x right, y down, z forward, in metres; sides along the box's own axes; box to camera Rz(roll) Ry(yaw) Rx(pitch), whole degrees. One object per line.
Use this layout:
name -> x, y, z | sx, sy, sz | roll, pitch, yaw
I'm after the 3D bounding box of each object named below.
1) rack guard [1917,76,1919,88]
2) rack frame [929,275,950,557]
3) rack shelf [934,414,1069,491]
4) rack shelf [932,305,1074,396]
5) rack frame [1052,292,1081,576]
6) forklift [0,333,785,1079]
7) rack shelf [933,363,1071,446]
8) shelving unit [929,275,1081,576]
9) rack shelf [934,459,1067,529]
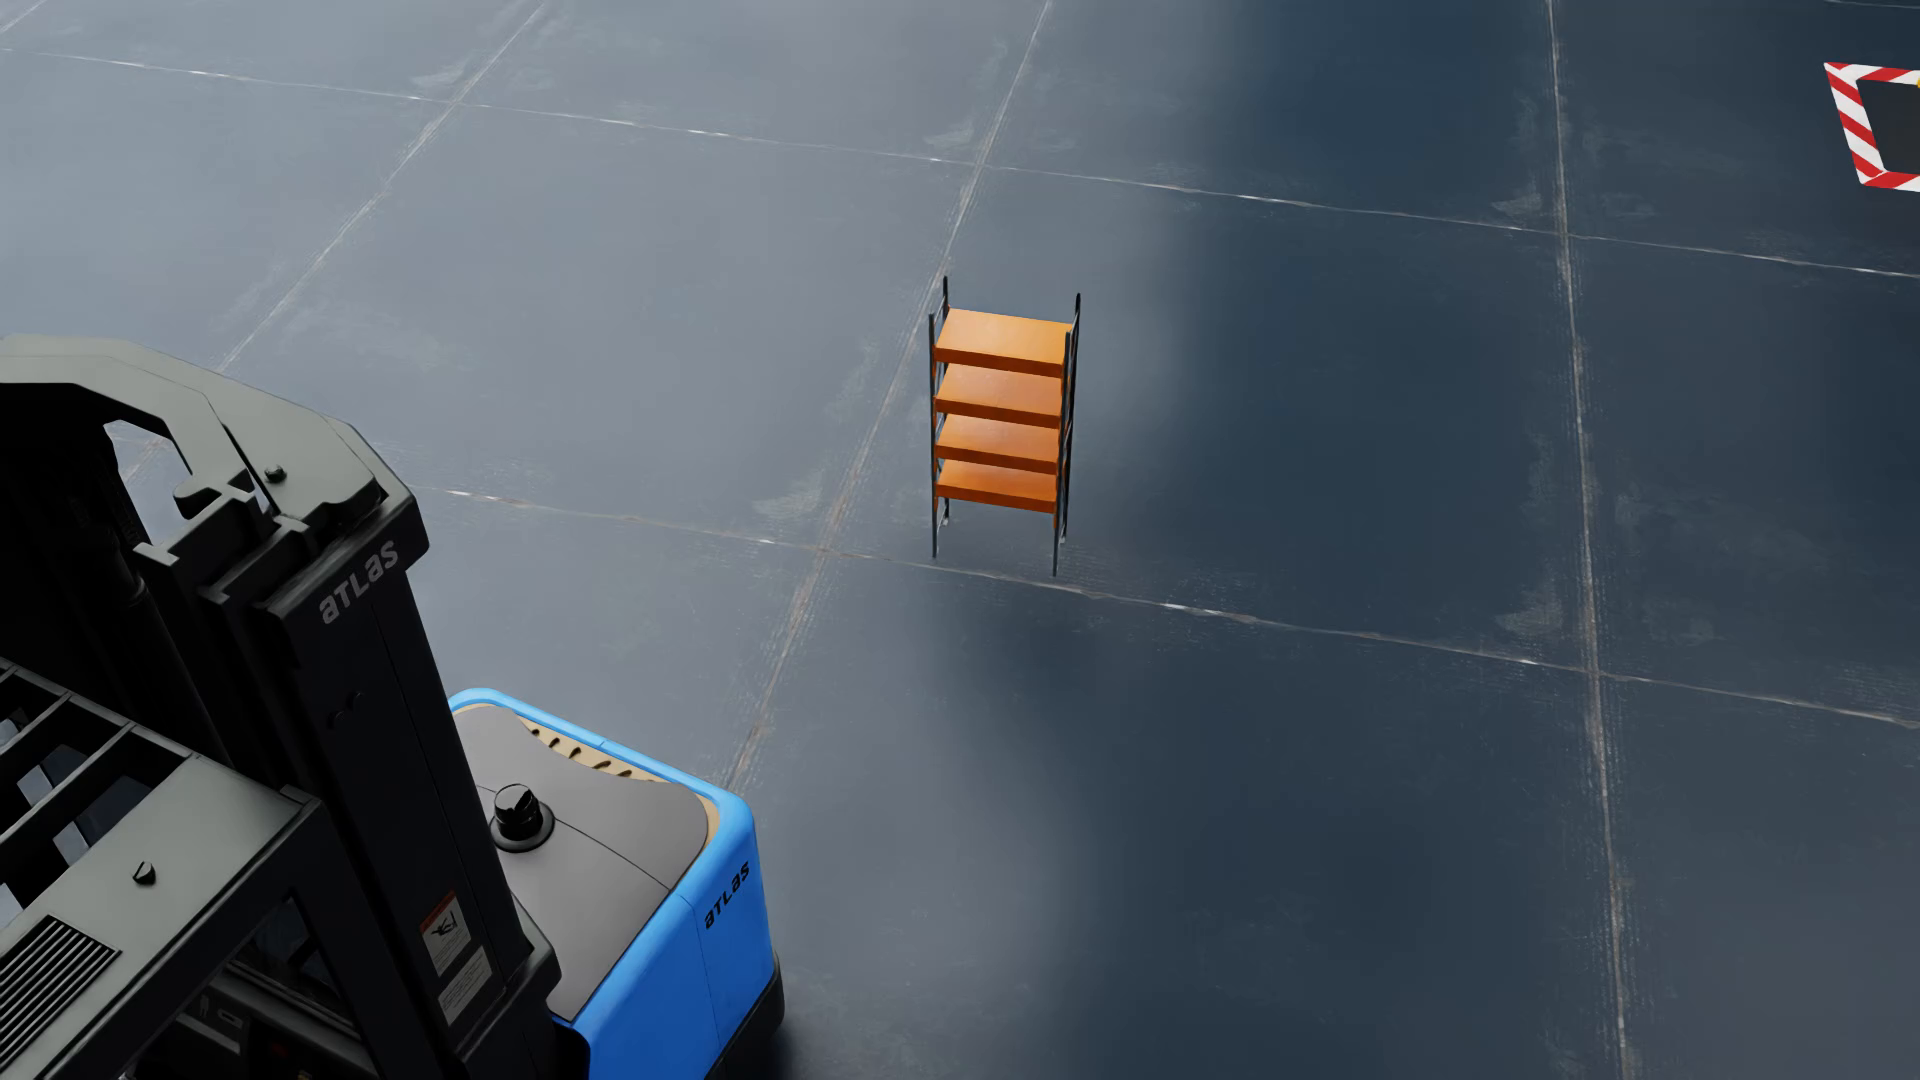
rack guard -> 5.492, -2.399, 8.881 | 0.348, 0.500, 1.175 | 9, 45, 9
rack frame -> -0.077, -0.444, 6.346 | 0.015, 1.200, 0.240 | 9, 45, 9
rack shelf -> 0.162, -0.359, 6.355 | 0.480, 0.148, 0.258 | 9, 45, 9
rack shelf -> 0.162, -0.690, 6.035 | 0.480, 0.148, 0.258 | 9, 45, 9
rack frame -> 0.400, -0.370, 6.269 | 0.015, 1.200, 0.240 | 9, 45, 9
forklift -> -1.664, 1.182, 3.409 | 1.130, 2.935, 3.031 | 20, 47, 19
rack shelf -> 0.162, -0.520, 6.199 | 0.480, 0.148, 0.258 | 9, 45, 9
shelving unit -> 0.162, -0.407, 6.308 | 0.503, 1.200, 0.258 | 9, 45, 9
rack shelf -> 0.162, -0.216, 6.492 | 0.480, 0.148, 0.258 | 9, 45, 9
